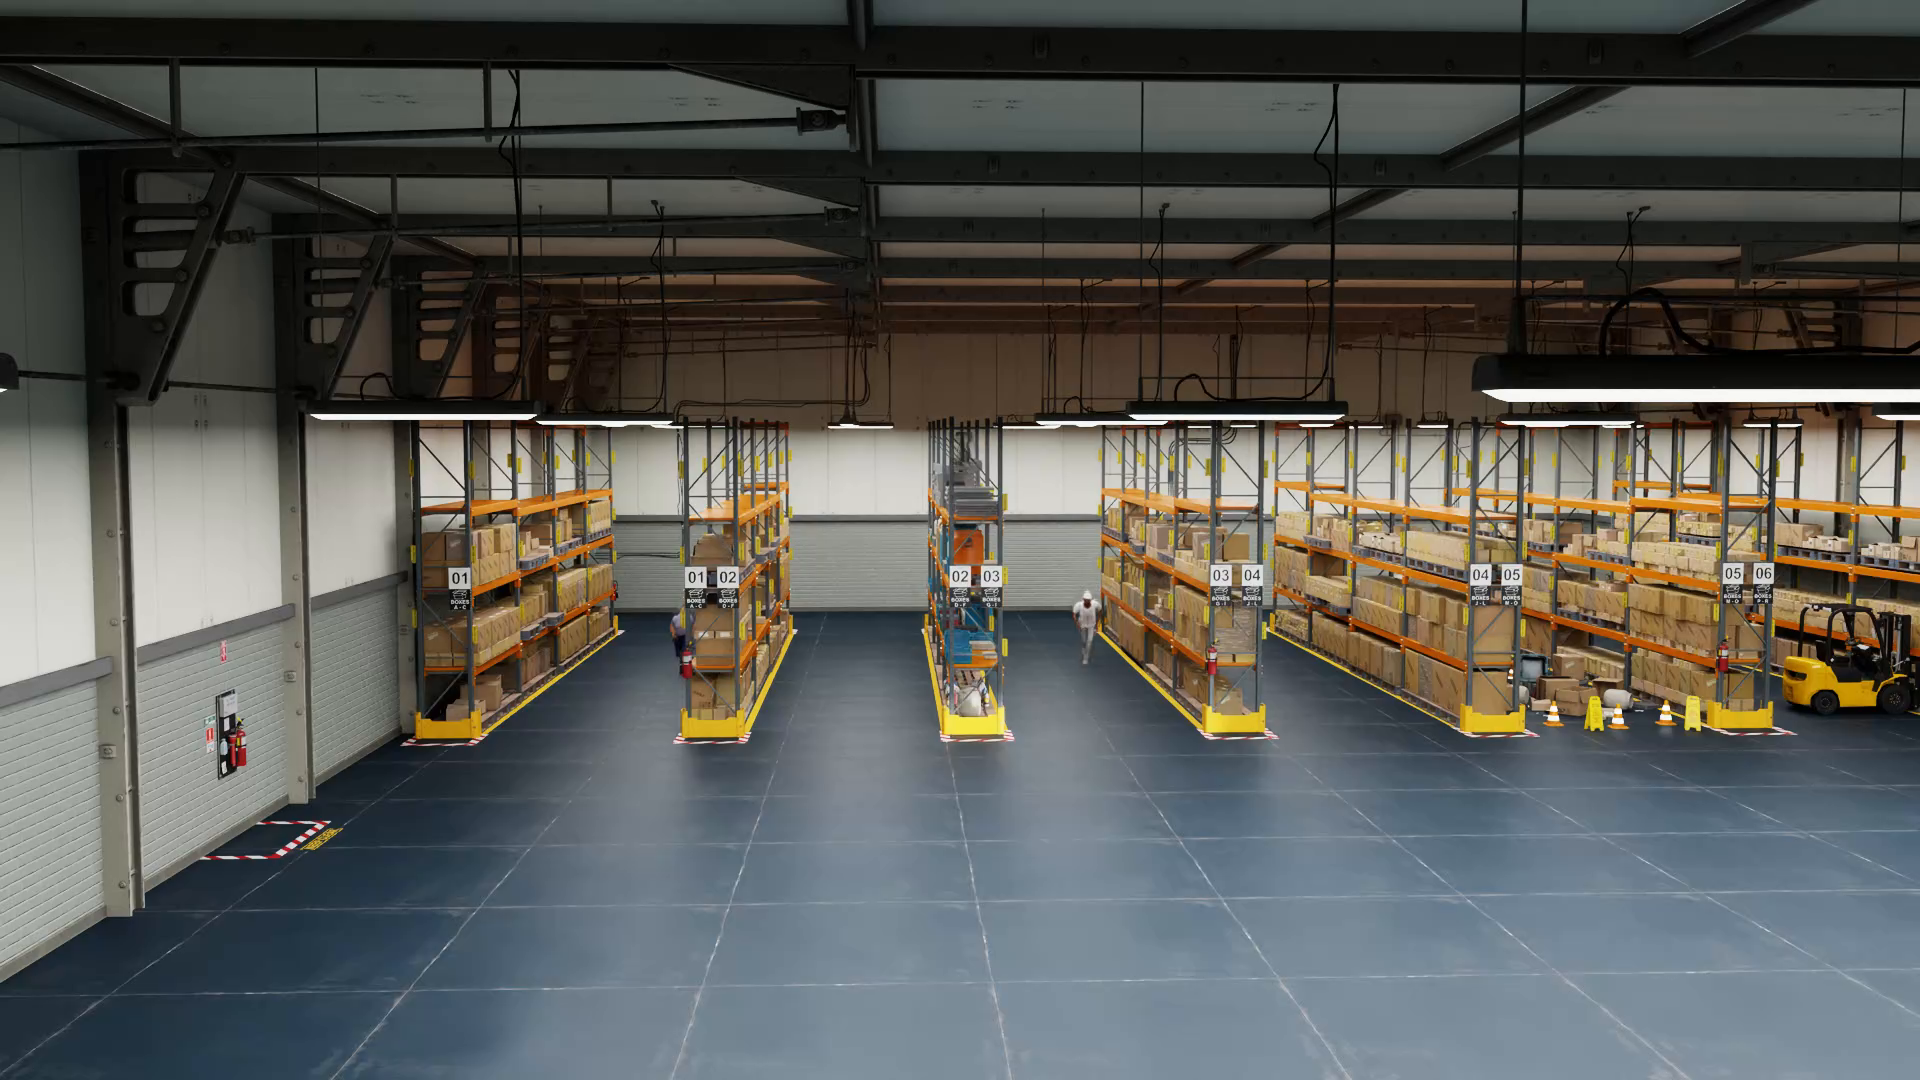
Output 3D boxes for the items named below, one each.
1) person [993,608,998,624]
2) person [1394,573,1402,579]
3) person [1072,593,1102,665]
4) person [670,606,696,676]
[{"bbox_3d":[0.913,1.652,49.572,0.598,1.762,0.862,2,4,24],"label":"person"},{"bbox_3d":[13.096,1.603,49.789,0.849,1.765,0.683,-2,4,-22],"label":"person"},{"bbox_3d":[3.042,2.080,39.816,0.718,1.712,1.016,0,4,-2],"label":"person"},{"bbox_3d":[-6.554,2.421,39.403,0.606,1.553,0.920,0,4,-1],"label":"person"}]
